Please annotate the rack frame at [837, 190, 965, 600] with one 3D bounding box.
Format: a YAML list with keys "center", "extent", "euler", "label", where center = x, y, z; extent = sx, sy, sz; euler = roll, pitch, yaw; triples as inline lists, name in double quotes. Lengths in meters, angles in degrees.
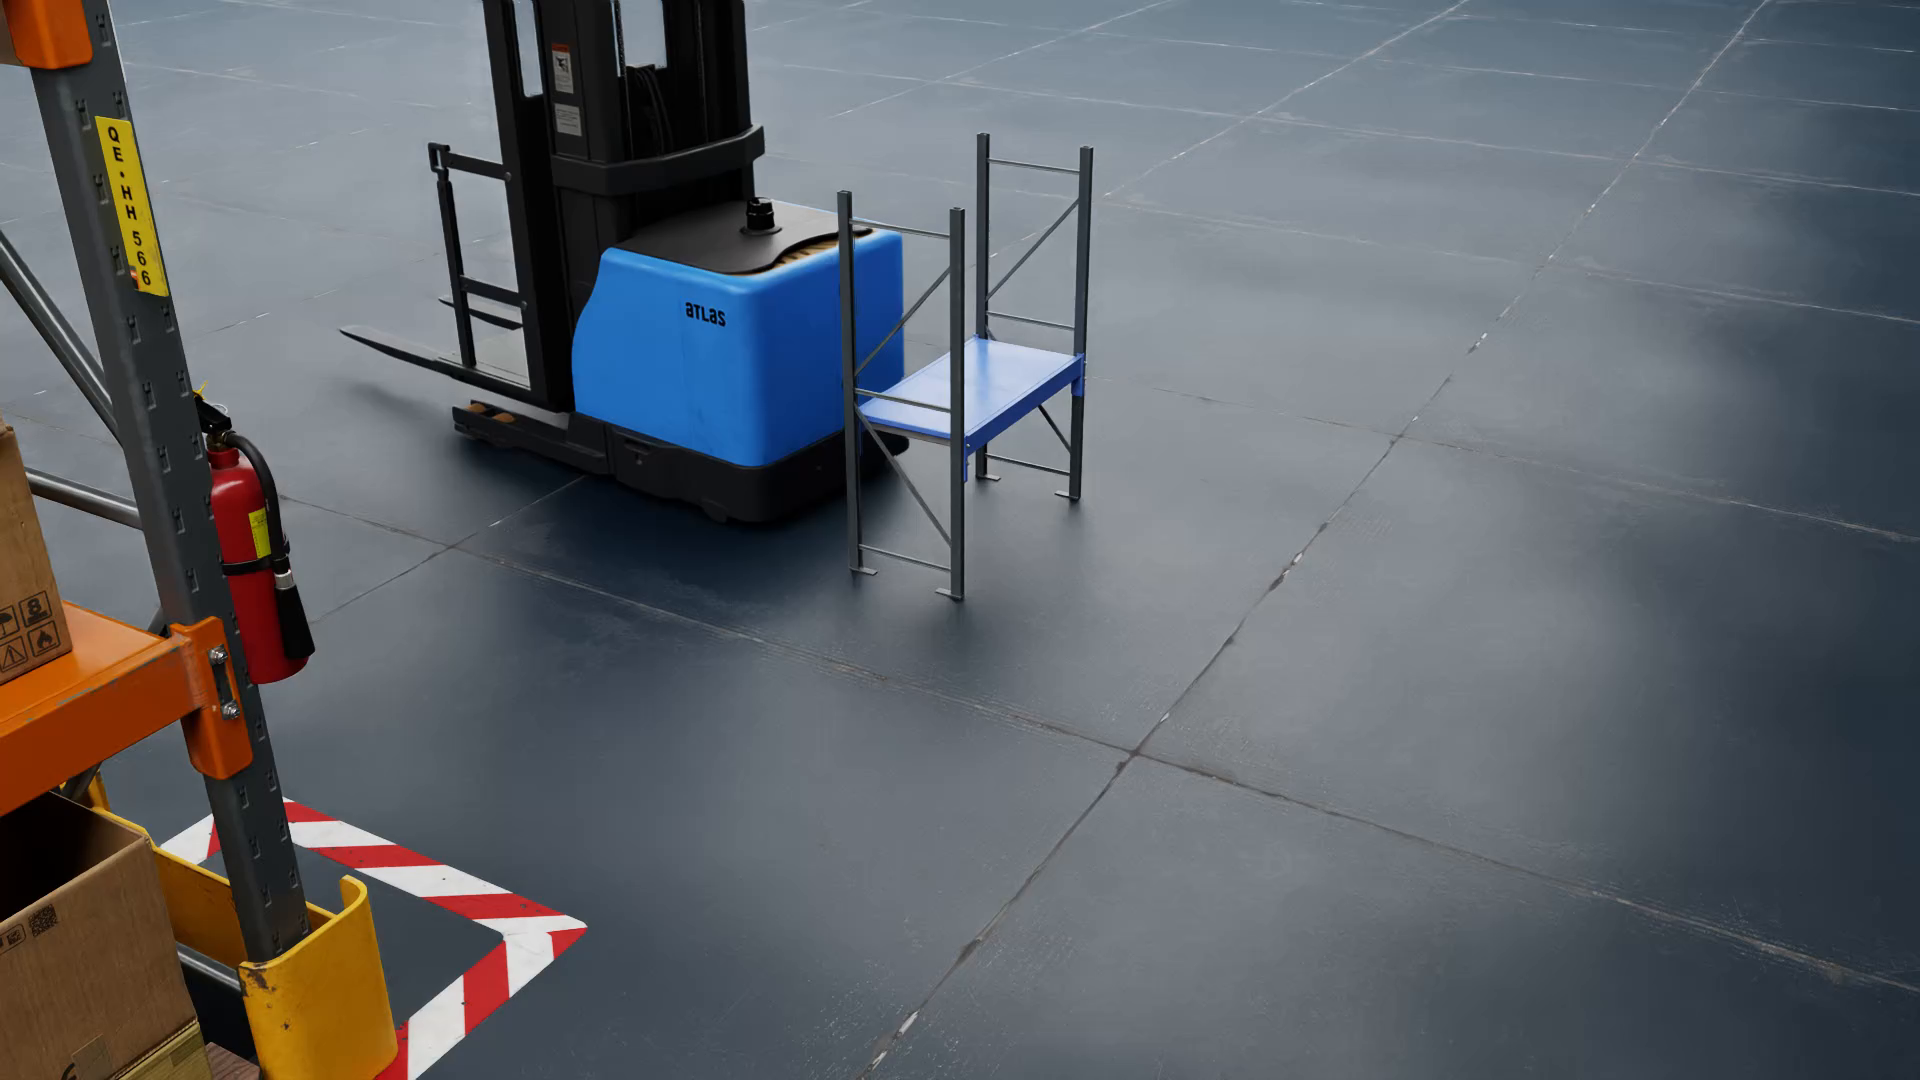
- center: [-0.208, -0.506, 6.085]
  extent: [0.500, 1.500, 0.032]
  euler: [14, 30, 26]
  label: "rack frame"

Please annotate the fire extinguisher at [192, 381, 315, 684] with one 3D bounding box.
- center: [-1.529, -0.022, 3.529]
  extent: [0.296, 0.674, 0.183]
  euler: [14, 30, 26]
  label: "fire extinguisher"

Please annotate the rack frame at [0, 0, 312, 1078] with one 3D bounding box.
- center: [-1.992, -0.113, 3.624]
  extent: [1.000, 3.000, 0.127]
  euler: [14, 30, 26]
  label: "rack frame"

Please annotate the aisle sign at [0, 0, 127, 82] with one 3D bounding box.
- center: [-1.704, -1.236, 2.964]
  extent: [0.394, 0.787, 0.004]
  euler: [14, 30, 26]
  label: "aisle sign"

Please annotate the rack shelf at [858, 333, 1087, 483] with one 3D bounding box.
- center: [0.042, -0.543, 6.561]
  extent: [0.538, 0.185, 1.000]
  euler: [14, 30, 26]
  label: "rack shelf"

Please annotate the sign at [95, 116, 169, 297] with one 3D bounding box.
- center: [-1.526, -0.612, 3.063]
  extent: [0.100, 0.325, 0.005]
  euler: [14, 30, 26]
  label: "sign"

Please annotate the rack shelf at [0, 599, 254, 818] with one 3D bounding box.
- center: [-2.976, 0.988, 2.228]
  extent: [1.077, 0.370, 4.000]
  euler: [14, 30, 26]
  label: "rack shelf"

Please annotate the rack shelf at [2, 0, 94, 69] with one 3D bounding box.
- center: [-2.976, -0.353, 1.557]
  extent: [1.077, 0.370, 4.000]
  euler: [14, 30, 26]
  label: "rack shelf"

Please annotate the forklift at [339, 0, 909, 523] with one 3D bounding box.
- center: [-1.714, -1.890, 7.251]
  extent: [3.031, 2.935, 1.130]
  euler: [18, 32, 32]
  label: "forklift"

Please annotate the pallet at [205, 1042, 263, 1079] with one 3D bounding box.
- center: [-2.331, 1.441, 3.635]
  extent: [1.003, 0.211, 1.213]
  euler: [14, 30, 26]
  label: "pallet"

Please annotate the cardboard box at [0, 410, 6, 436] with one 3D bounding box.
- center: [-2.014, -0.257, 3.075]
  extent: [0.380, 0.149, 0.250]
  euler: [14, 30, 25]
  label: "cardboard box"

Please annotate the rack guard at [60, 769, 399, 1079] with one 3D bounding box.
- center: [-1.980, 0.996, 4.202]
  extent: [1.175, 0.500, 0.348]
  euler: [14, 30, 26]
  label: "rack guard"

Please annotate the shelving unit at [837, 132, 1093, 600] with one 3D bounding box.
- center: [0.042, -0.704, 6.481]
  extent: [0.538, 1.500, 1.048]
  euler: [14, 30, 26]
  label: "shelving unit"

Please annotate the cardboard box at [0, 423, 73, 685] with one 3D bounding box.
- center: [-2.232, 0.022, 3.244]
  extent: [0.700, 0.500, 0.500]
  euler: [14, 30, 26]
  label: "cardboard box"

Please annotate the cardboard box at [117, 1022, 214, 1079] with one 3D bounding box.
- center: [-1.998, 1.203, 3.598]
  extent: [0.500, 0.250, 0.500]
  euler: [14, 30, 26]
  label: "cardboard box"

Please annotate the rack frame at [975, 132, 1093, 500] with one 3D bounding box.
- center: [0.292, -0.902, 6.876]
  extent: [0.500, 1.500, 0.032]
  euler: [14, 30, 26]
  label: "rack frame"

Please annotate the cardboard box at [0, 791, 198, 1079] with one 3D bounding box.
- center: [-1.996, 0.868, 3.429]
  extent: [0.500, 0.500, 0.500]
  euler: [14, 30, 26]
  label: "cardboard box"
